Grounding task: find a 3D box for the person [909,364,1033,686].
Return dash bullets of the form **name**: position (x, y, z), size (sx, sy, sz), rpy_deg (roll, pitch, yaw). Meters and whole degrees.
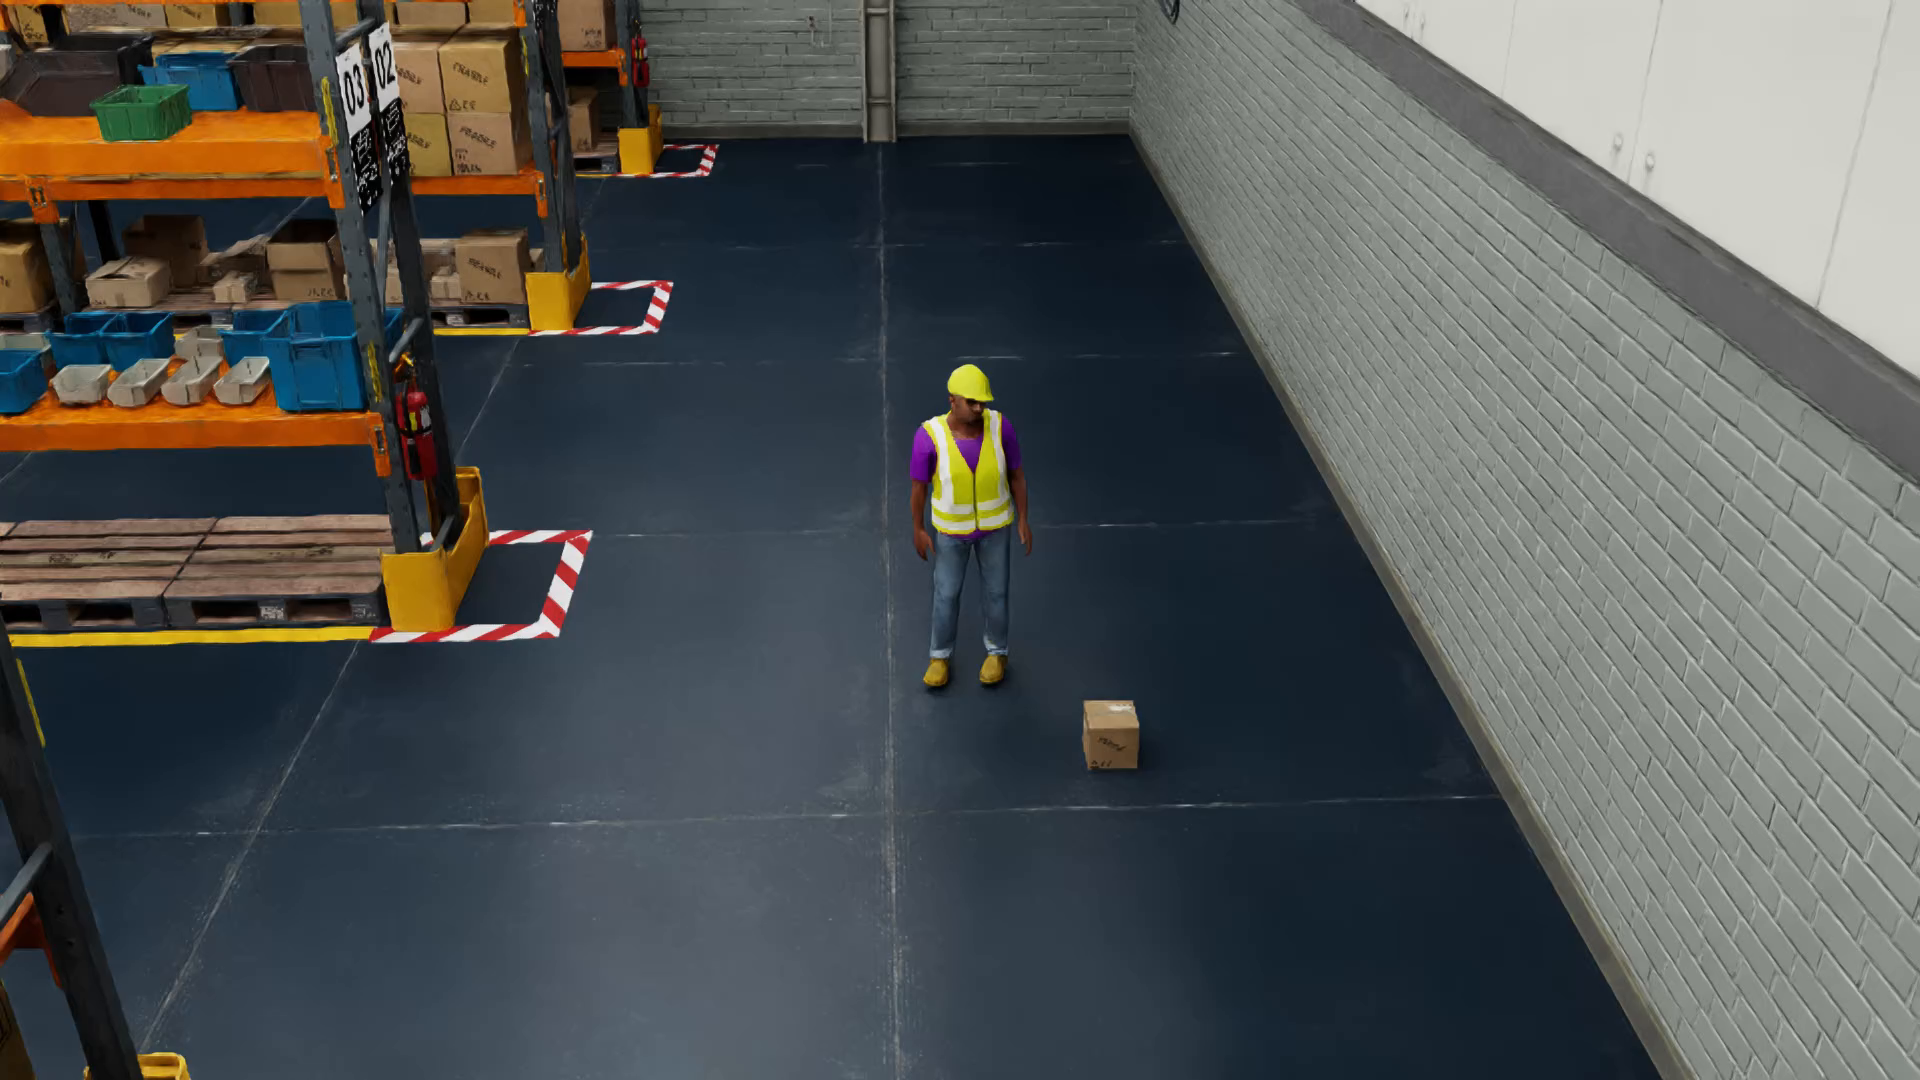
- **person**: position (0.057, -0.069, 8.672), size (0.625, 1.772, 0.381), rpy_deg (-4, 28, -8)
